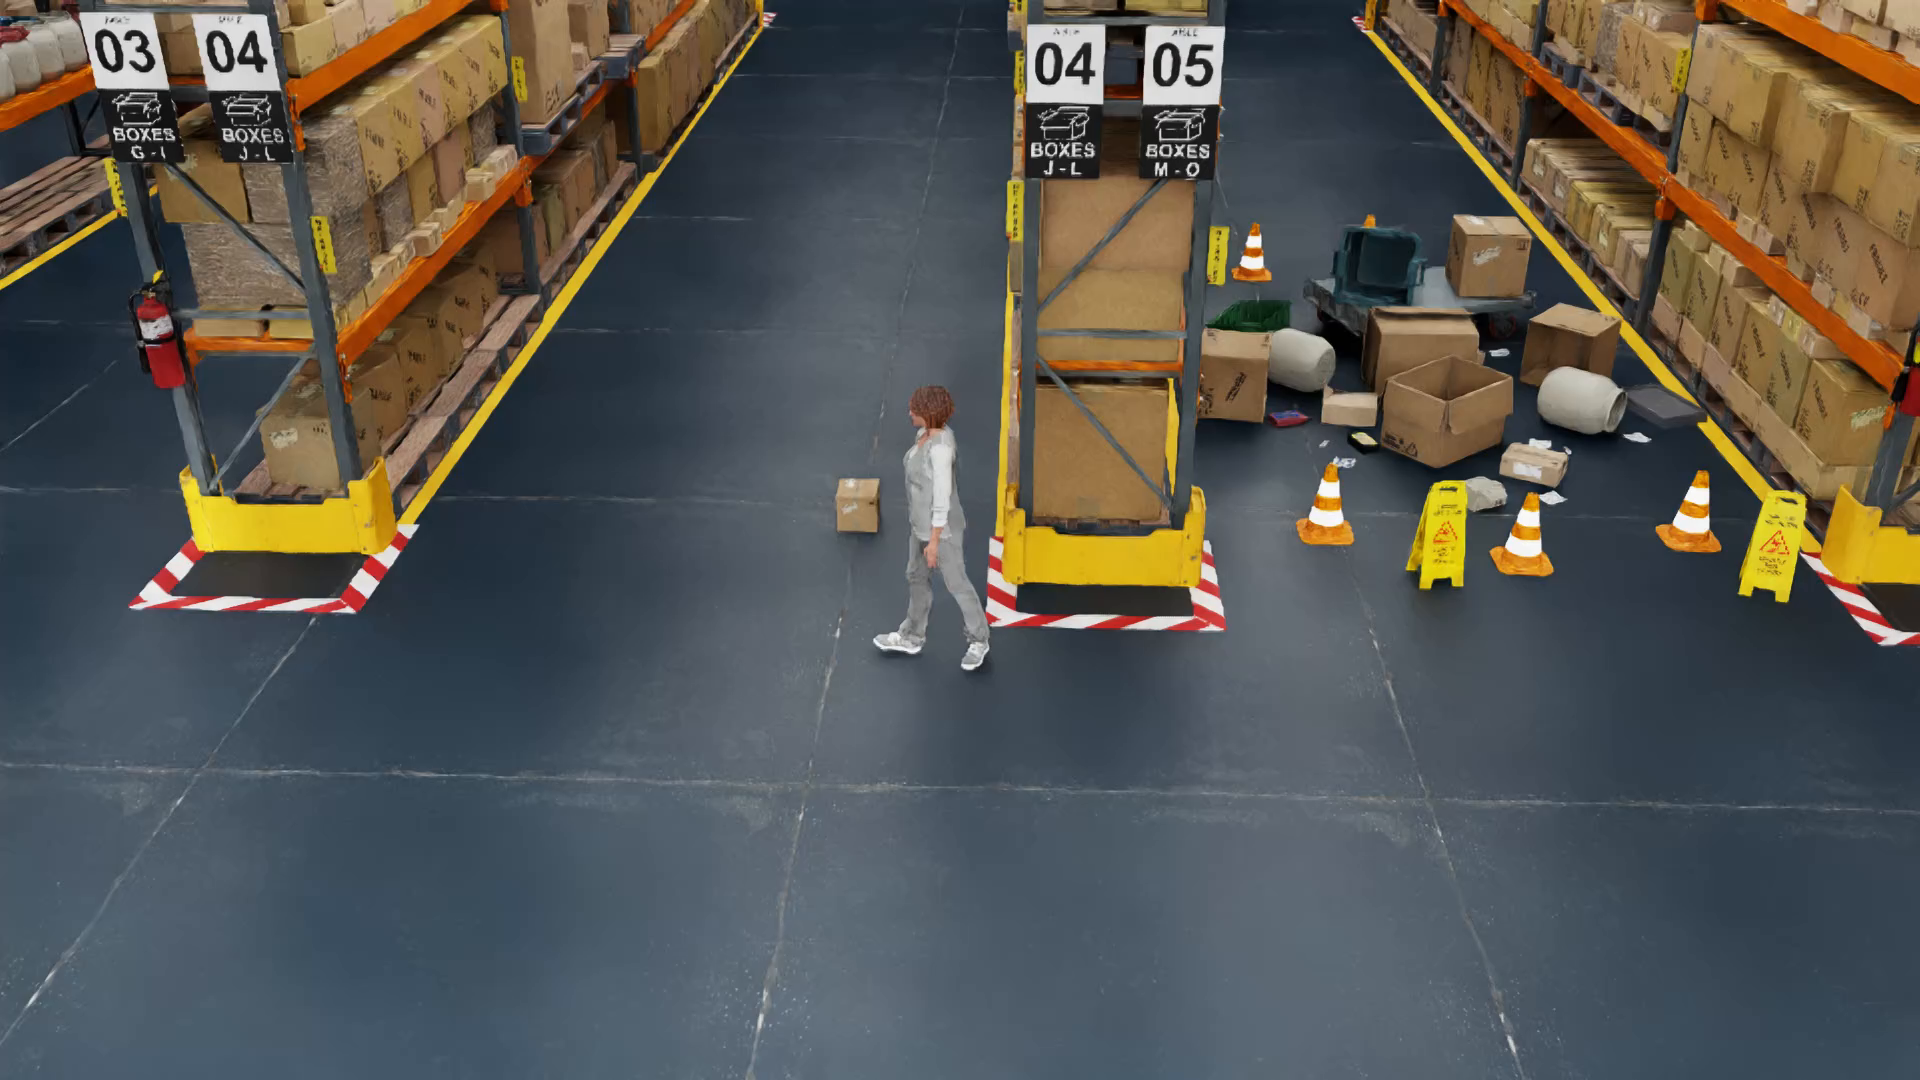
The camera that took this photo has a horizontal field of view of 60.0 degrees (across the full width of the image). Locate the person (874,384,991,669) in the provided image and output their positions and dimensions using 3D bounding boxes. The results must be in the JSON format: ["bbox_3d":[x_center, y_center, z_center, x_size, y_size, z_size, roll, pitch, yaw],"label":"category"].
[{"bbox_3d":[-0.156,-0.099,8.798,0.606,1.583,0.604,-7,29,-13],"label":"person"}]
